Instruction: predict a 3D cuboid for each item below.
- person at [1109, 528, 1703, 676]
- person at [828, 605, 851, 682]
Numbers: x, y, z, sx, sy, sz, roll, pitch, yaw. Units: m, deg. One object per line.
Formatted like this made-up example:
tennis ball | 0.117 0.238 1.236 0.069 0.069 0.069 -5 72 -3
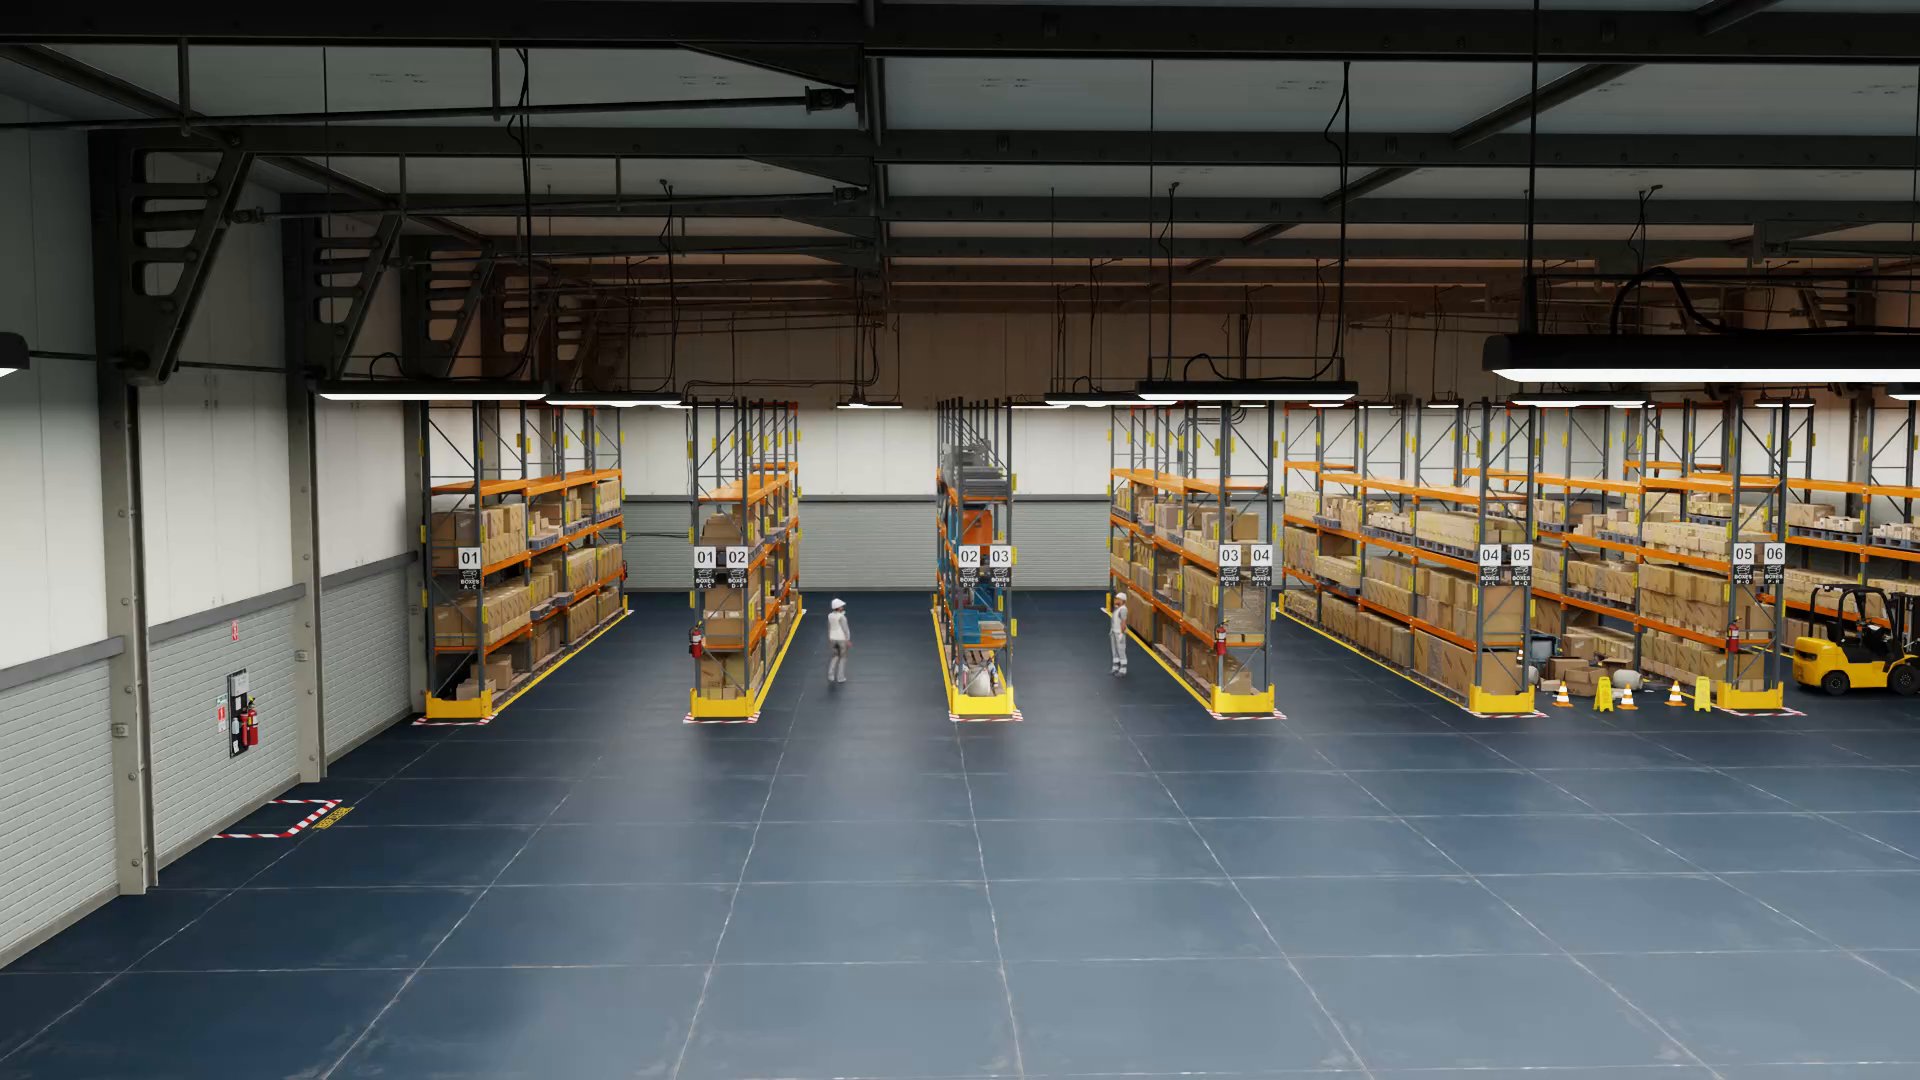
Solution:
person | 9.169 1.344 35.012 10.276 3.332 6.735 -2 5 -22
person | -2.562 2.140 35.106 0.550 1.711 0.481 3 5 33
